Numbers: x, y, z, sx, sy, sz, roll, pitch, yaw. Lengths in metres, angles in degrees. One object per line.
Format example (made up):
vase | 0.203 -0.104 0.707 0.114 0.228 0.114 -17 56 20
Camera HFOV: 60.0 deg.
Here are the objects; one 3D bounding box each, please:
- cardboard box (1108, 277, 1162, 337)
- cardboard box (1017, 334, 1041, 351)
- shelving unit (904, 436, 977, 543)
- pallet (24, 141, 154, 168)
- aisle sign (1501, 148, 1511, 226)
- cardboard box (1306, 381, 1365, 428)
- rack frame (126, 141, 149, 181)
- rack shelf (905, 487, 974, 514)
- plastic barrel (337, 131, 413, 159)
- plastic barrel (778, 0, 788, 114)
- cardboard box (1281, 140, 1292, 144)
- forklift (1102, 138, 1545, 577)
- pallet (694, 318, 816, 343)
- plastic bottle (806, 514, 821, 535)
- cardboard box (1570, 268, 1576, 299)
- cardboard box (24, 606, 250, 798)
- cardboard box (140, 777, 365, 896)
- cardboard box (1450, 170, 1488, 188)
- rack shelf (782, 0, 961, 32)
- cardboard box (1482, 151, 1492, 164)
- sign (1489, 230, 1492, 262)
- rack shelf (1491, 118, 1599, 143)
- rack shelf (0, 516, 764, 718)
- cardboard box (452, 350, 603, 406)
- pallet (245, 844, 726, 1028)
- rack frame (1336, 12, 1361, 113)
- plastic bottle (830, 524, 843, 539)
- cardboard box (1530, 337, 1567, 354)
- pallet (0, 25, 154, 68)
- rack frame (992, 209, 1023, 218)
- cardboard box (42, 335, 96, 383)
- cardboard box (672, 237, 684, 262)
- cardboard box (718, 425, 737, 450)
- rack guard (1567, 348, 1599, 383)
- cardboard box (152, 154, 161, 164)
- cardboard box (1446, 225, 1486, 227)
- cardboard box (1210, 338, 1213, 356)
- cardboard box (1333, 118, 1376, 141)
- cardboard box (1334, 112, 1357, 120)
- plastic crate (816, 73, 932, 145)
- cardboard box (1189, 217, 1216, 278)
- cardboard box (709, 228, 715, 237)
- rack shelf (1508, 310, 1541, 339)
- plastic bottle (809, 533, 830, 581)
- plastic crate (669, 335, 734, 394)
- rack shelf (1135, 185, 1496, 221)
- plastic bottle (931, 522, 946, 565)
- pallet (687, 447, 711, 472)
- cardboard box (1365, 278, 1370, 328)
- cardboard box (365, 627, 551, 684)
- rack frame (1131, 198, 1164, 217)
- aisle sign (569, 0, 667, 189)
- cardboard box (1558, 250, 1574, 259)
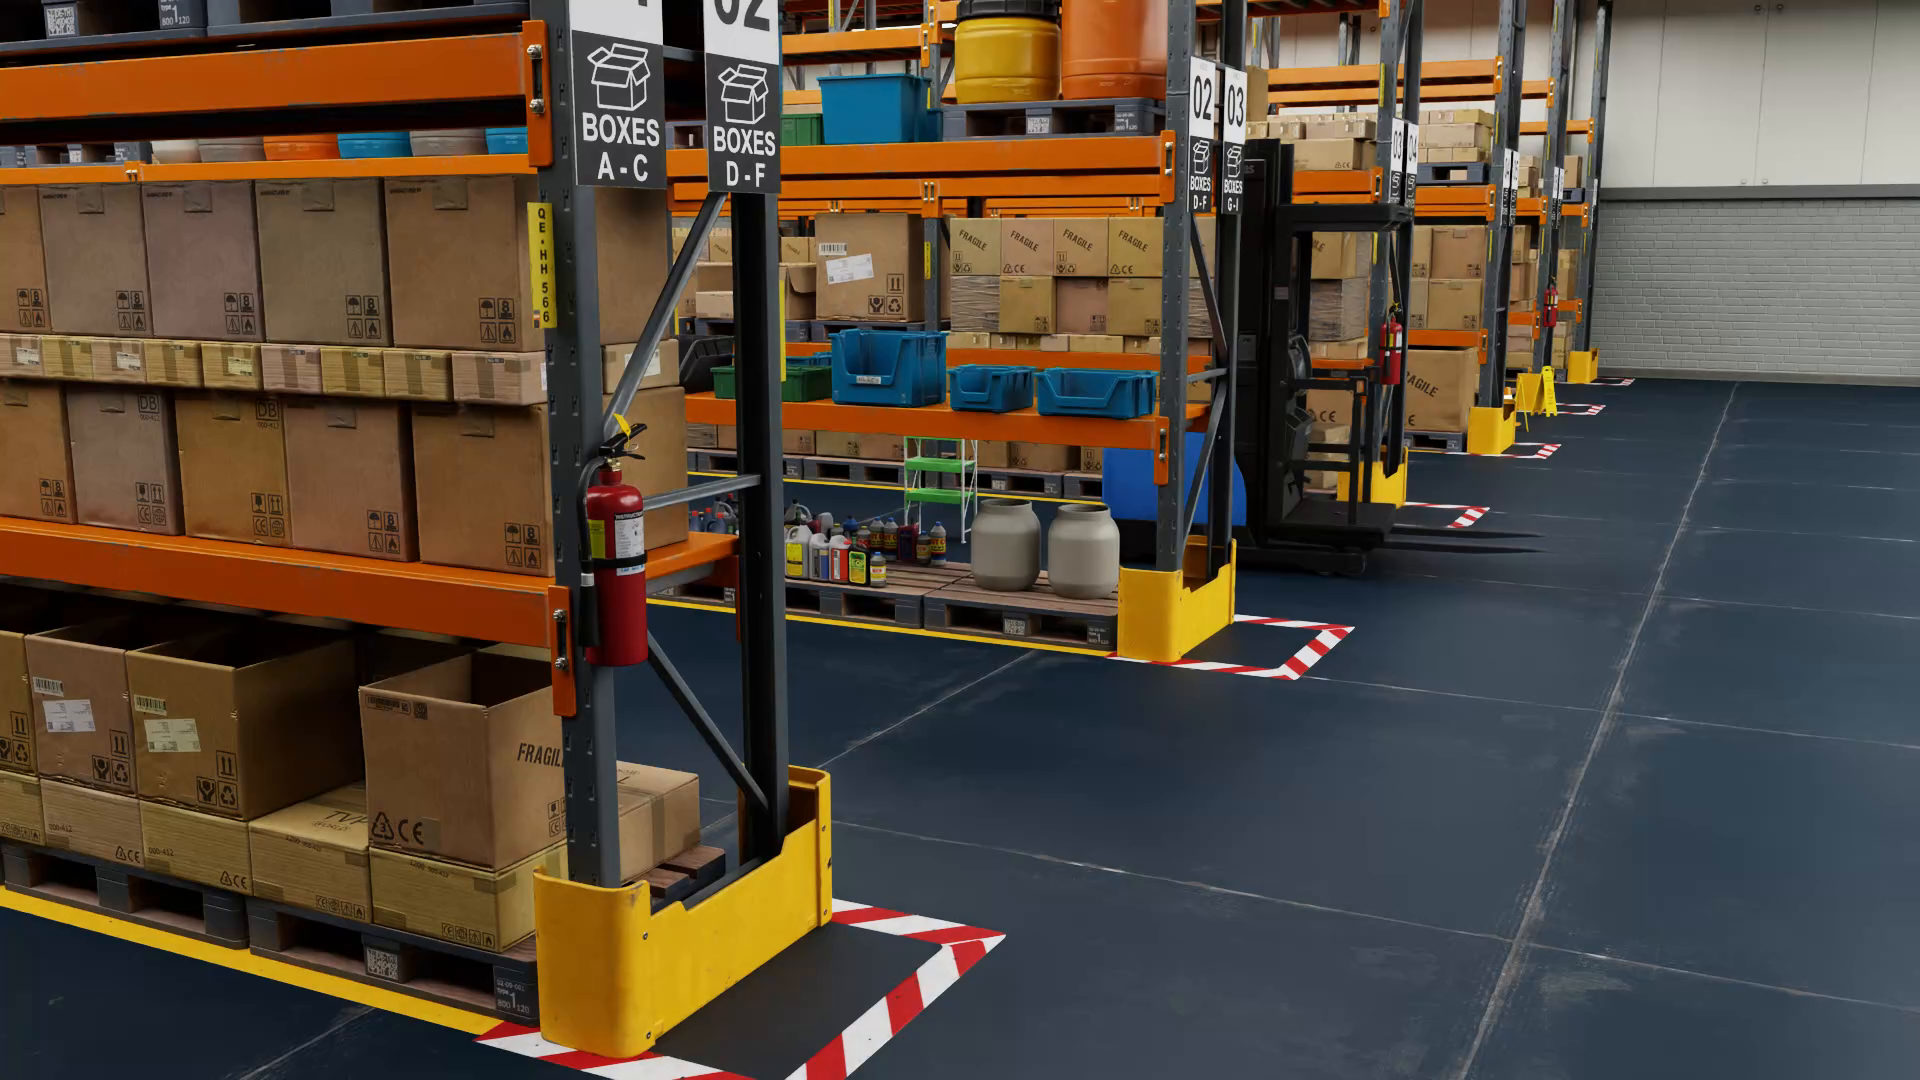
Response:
cardboard box | 1.685 -2.055 14.547 0.500 0.500 0.875 5 11 26
cardboard box | 0.696 -1.776 14.823 0.250 0.149 0.380 5 11 26
shelving unit | -0.148 -0.603 12.695 0.503 1.200 0.258 5 11 26
pallet | -6.468 -3.002 13.005 1.213 0.211 1.003 5 11 26
aisle sign | 5.756 -3.714 17.529 0.004 0.787 0.394 5 11 26
cardboard box | 4.398 -1.761 18.826 0.875 0.875 0.875 5 11 25
rack frame | -5.826 -1.544 12.836 0.127 3.000 1.000 5 11 26
rack shelf | -0.148 -0.304 12.750 0.480 0.148 0.258 5 11 26
plastic barrel | -3.964 -3.059 11.382 0.708 0.901 0.600 5 11 26
plastic barrel | -1.393 -3.062 10.217 0.708 0.901 0.600 5 11 26
cardboard box | 2.546 -3.143 13.670 0.500 0.250 0.500 5 11 26
forklift | 2.575 -1.294 11.652 3.031 2.935 1.130 3 11 19
pallet | -1.841 -2.091 16.398 1.213 0.211 1.003 5 11 26
plastic bottle | -0.974 -0.032 10.878 0.133 0.283 0.061 5 11 26
cardboard box | 9.797 -4.212 27.302 0.500 0.500 0.500 5 12 28
cardboard box | -2.810 0.544 5.736 0.500 0.500 0.500 5 11 26
cardboard box | -2.361 0.952 5.587 0.500 0.250 0.500 5 11 26
cardboard box | 6.902 -4.875 22.405 0.500 0.250 0.500 5 11 25
rack shelf | -1.043 -8.308 26.056 4.000 0.370 1.077 5 11 26
cardboard box | 5.660 -4.175 18.198 0.250 0.149 0.380 5 11 26
sign | 5.573 -3.089 17.459 0.005 0.325 0.100 5 11 26
rack shelf | 8.324 -6.639 27.287 4.000 0.370 1.077 5 11 26
rack shelf | -2.640 0.074 5.918 4.000 0.370 1.077 5 11 26
cardboard box | -1.273 -0.490 4.915 0.250 0.149 0.380 5 11 25
pallet | -1.551 1.196 5.528 1.213 0.211 1.003 5 11 26
rack frame | 6.531 -7.347 28.058 0.127 3.000 1.000 5 11 26
plastic bottle | -0.810 -0.004 10.953 0.097 0.201 0.097 0 10 0
cardboard box | 9.543 -3.168 26.949 0.500 0.250 0.500 5 11 25
pallet | -3.657 -1.807 6.117 1.213 0.211 1.003 5 11 26
rack frame | 0.751 -3.917 25.952 0.127 3.000 1.000 5 11 26
cardboard box | -2.888 -0.632 5.699 0.250 0.149 0.380 5 11 25
cardboard box | -4.740 -4.887 28.224 0.500 0.500 0.500 5 11 26
cardboard box | -2.010 -1.186 16.645 0.500 0.500 0.700 6 12 31
rack guard | 10.139 -2.848 27.063 0.348 0.500 1.175 5 11 26
cardboard box | -9.382 -4.617 19.655 0.500 0.500 0.700 4 11 22
cardboard box | 6.920 -4.021 22.601 0.500 0.500 0.700 5 11 26
cardboard box | 2.299 -1.650 14.129 0.250 0.149 0.380 5 11 26
cardboard box | 3.153 -3.275 13.280 0.250 0.149 0.380 5 11 26
cardboard box | 4.233 -4.562 18.096 0.250 0.149 0.380 5 11 25
plastic crate | -0.495 -2.483 9.652 0.575 0.384 0.392 5 11 26
cardboard box | 2.039 -2.474 14.053 0.500 0.500 0.500 5 11 26
cardboard box | -4.136 -5.157 27.890 0.250 0.149 0.380 5 11 25
rack shelf | 6.131 -3.090 23.403 4.000 0.370 1.077 5 11 26
plastic bottle | -0.831 0.101 10.163 0.135 0.276 0.152 5 11 24
plastic crate | -1.825 -1.136 10.760 0.504 0.338 0.767 5 11 26
rack shelf | 4.032 -3.768 18.724 4.000 0.370 1.077 5 11 26
plastic bottle | -0.139 0.020 10.621 0.097 0.271 0.097 0 10 0
pallet | -2.934 -0.901 17.114 1.213 0.211 1.003 5 11 26
cardboard box | 4.523 -2.688 18.740 0.550 0.550 0.875 5 11 26
cardboard box | -1.678 0.538 5.770 0.500 0.500 0.500 5 11 26
rack frame | 2.238 -2.804 19.798 0.127 3.000 1.000 5 11 26
aisle sign | -0.918 -1.349 4.464 0.004 0.787 0.394 5 11 26
cardboard box | 9.703 -4.589 26.727 0.250 0.149 0.380 5 11 26
